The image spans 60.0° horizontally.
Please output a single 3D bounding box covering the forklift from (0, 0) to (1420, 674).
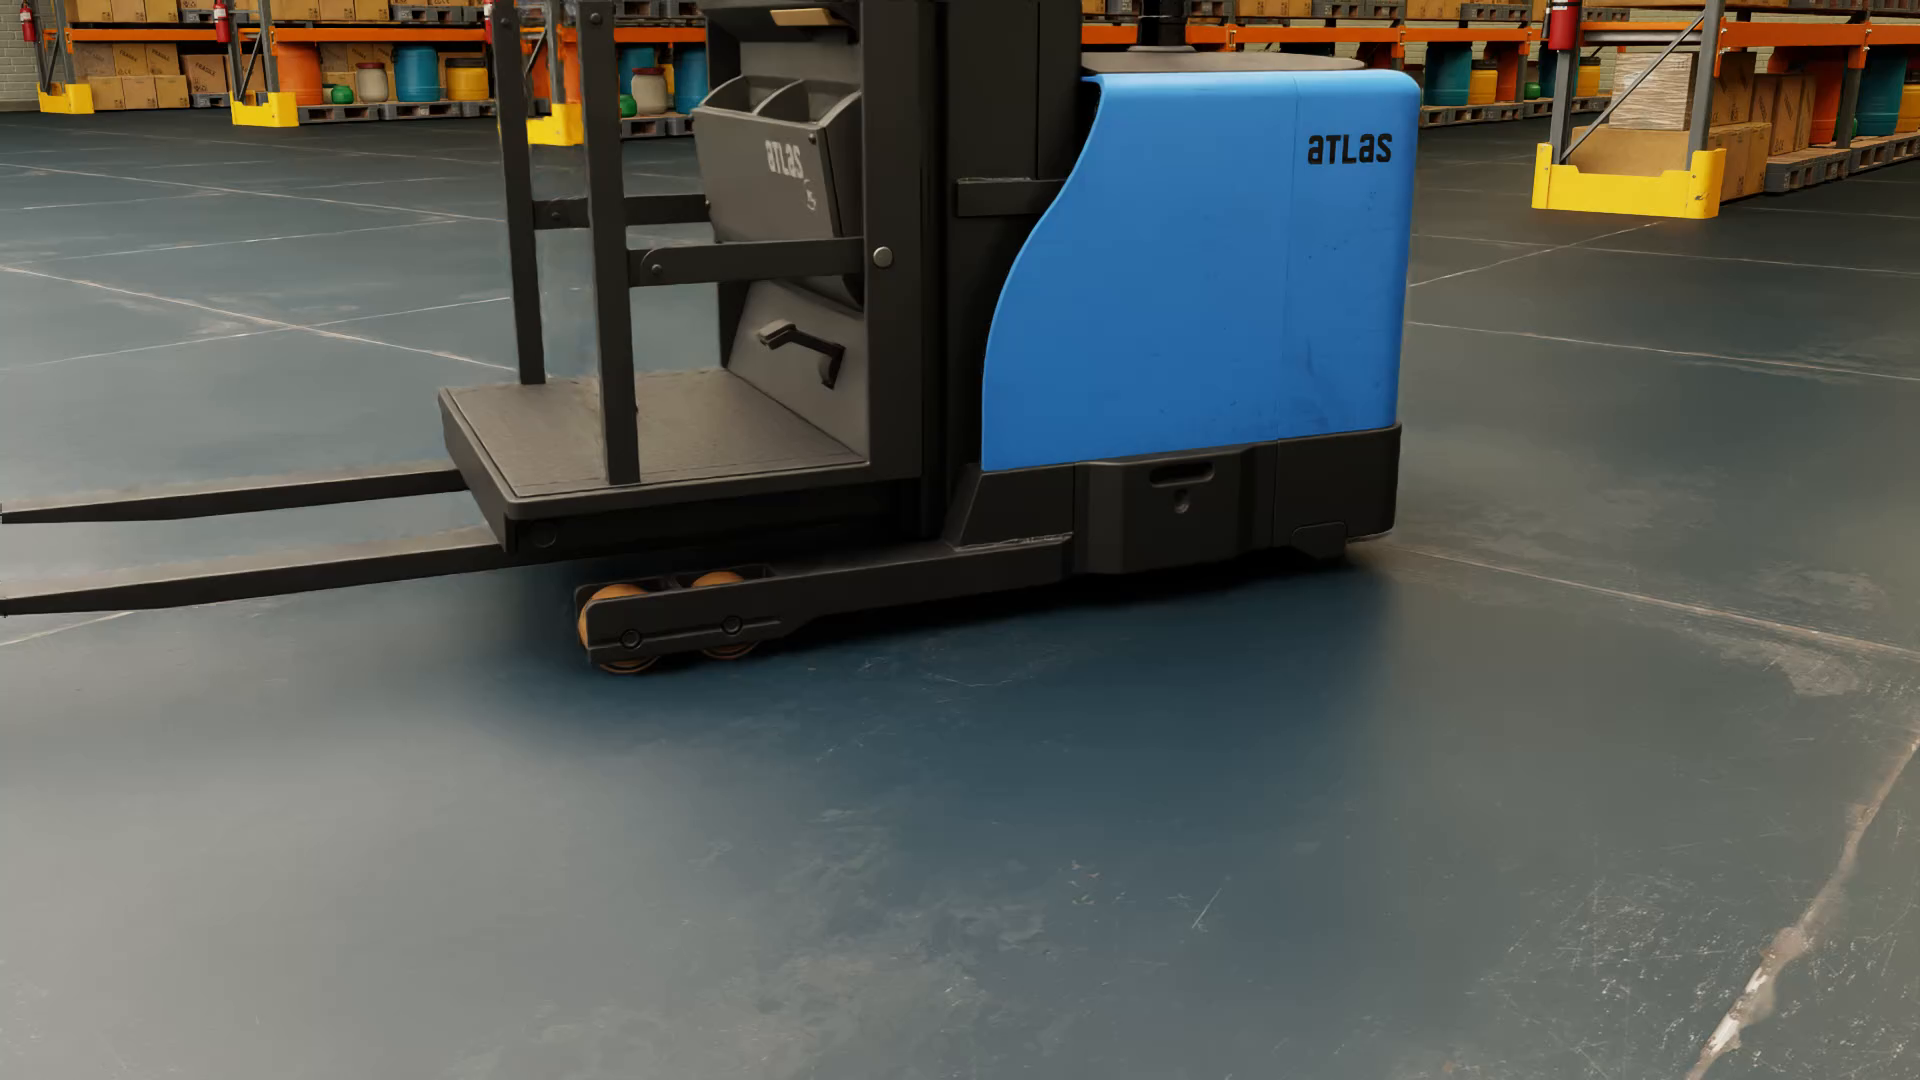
[{"bbox_3d":[-0.570,-1.325,3.261,3.031,2.935,1.130,-7,18,-22],"label":"forklift"}]
